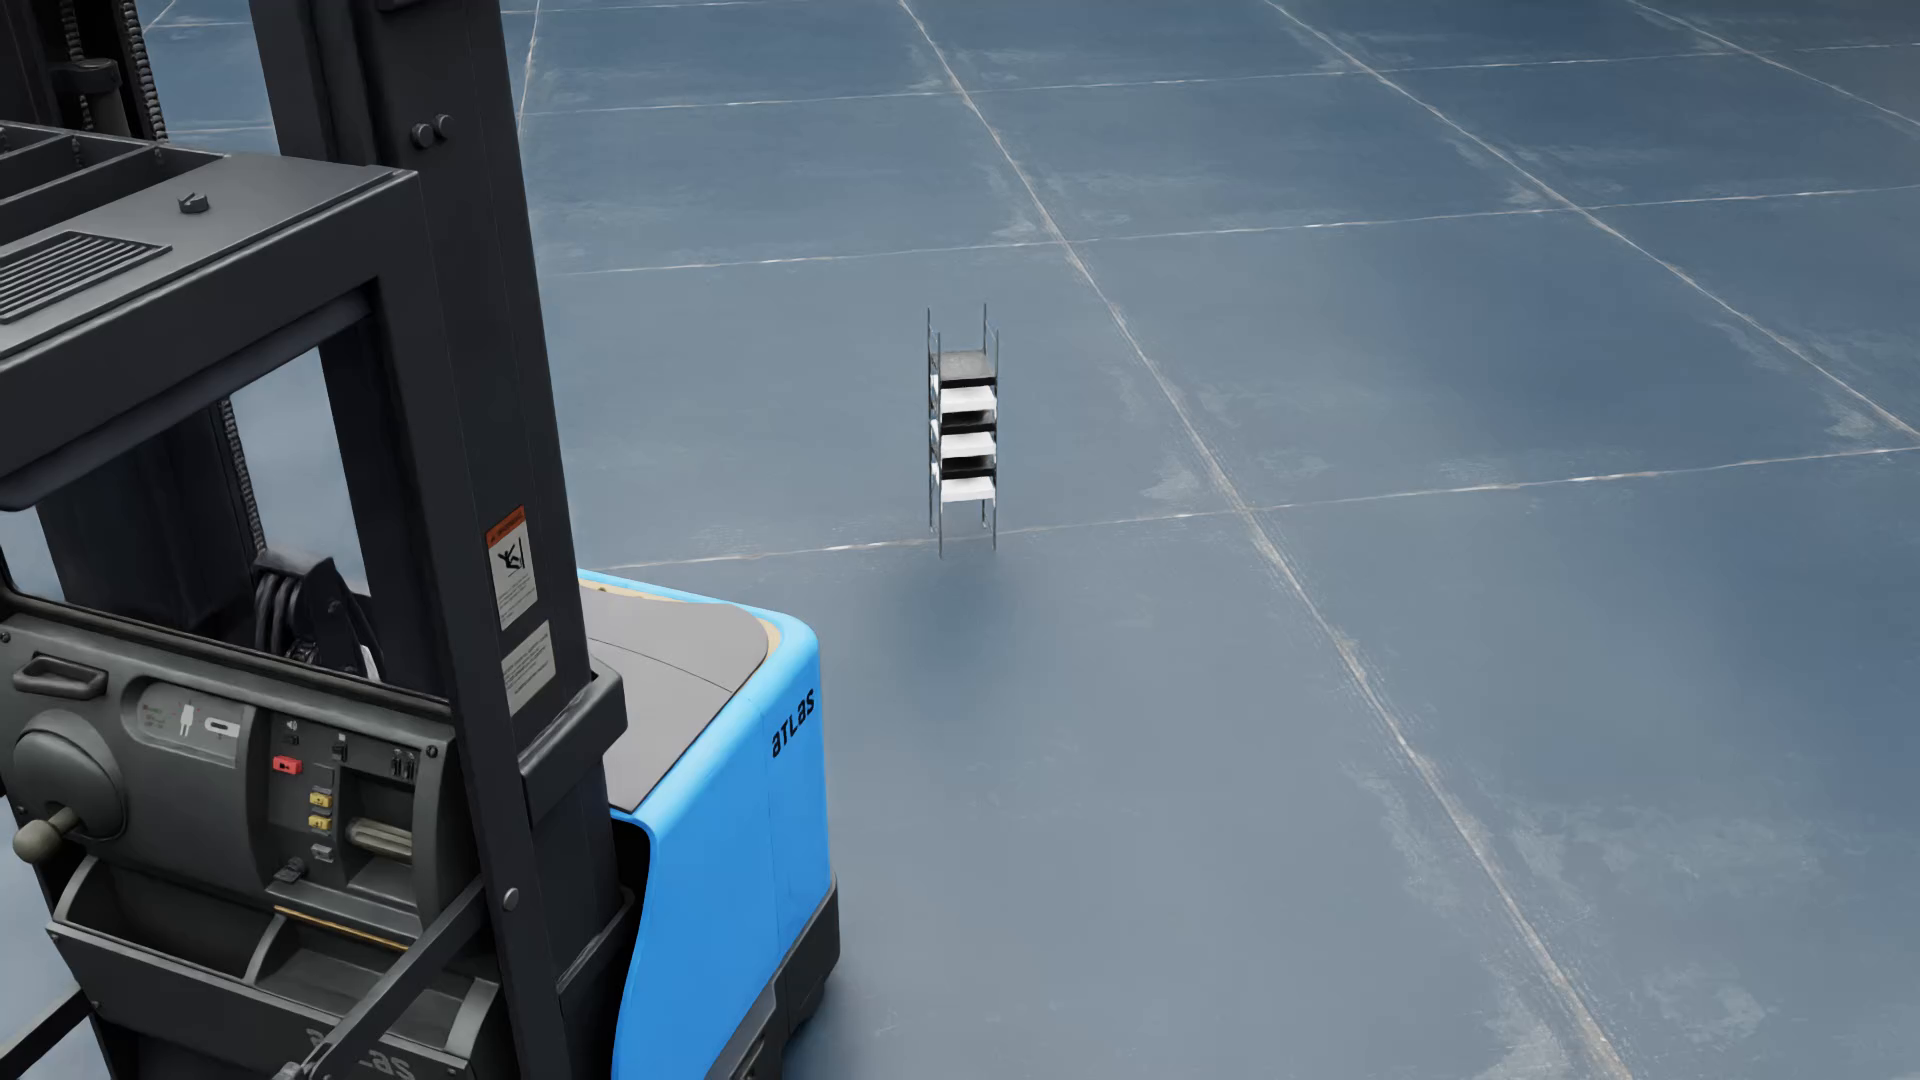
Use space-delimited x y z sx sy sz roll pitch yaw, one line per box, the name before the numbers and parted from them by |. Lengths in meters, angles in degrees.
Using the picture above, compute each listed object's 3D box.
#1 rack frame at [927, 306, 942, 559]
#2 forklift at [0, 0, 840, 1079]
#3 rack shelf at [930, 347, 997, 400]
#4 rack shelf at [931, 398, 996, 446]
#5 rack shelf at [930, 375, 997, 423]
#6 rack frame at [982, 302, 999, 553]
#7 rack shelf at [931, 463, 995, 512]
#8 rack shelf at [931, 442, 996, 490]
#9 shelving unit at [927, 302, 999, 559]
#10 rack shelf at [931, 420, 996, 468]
rack frame | -0.092 -0.379 6.007 0.006 0.900 0.240 -5 31 -9
forklift | -1.316 0.452 2.590 1.130 2.935 3.031 11 32 18
rack shelf | 0.008 -0.593 5.903 0.200 0.077 0.258 -5 31 -9
rack shelf | 0.008 -0.437 5.994 0.200 0.077 0.258 -5 31 -9
rack shelf | 0.008 -0.515 5.949 0.200 0.077 0.258 -5 31 -9
rack frame | 0.108 -0.398 6.039 0.006 0.900 0.240 -5 31 -9
rack shelf | 0.008 -0.205 6.131 0.200 0.077 0.258 -5 31 -9
rack shelf | 0.008 -0.282 6.086 0.200 0.077 0.258 -5 31 -9
shelving unit | 0.008 -0.389 6.023 0.210 0.900 0.258 -5 31 -9
rack shelf | 0.008 -0.360 6.040 0.200 0.077 0.258 -5 31 -9
